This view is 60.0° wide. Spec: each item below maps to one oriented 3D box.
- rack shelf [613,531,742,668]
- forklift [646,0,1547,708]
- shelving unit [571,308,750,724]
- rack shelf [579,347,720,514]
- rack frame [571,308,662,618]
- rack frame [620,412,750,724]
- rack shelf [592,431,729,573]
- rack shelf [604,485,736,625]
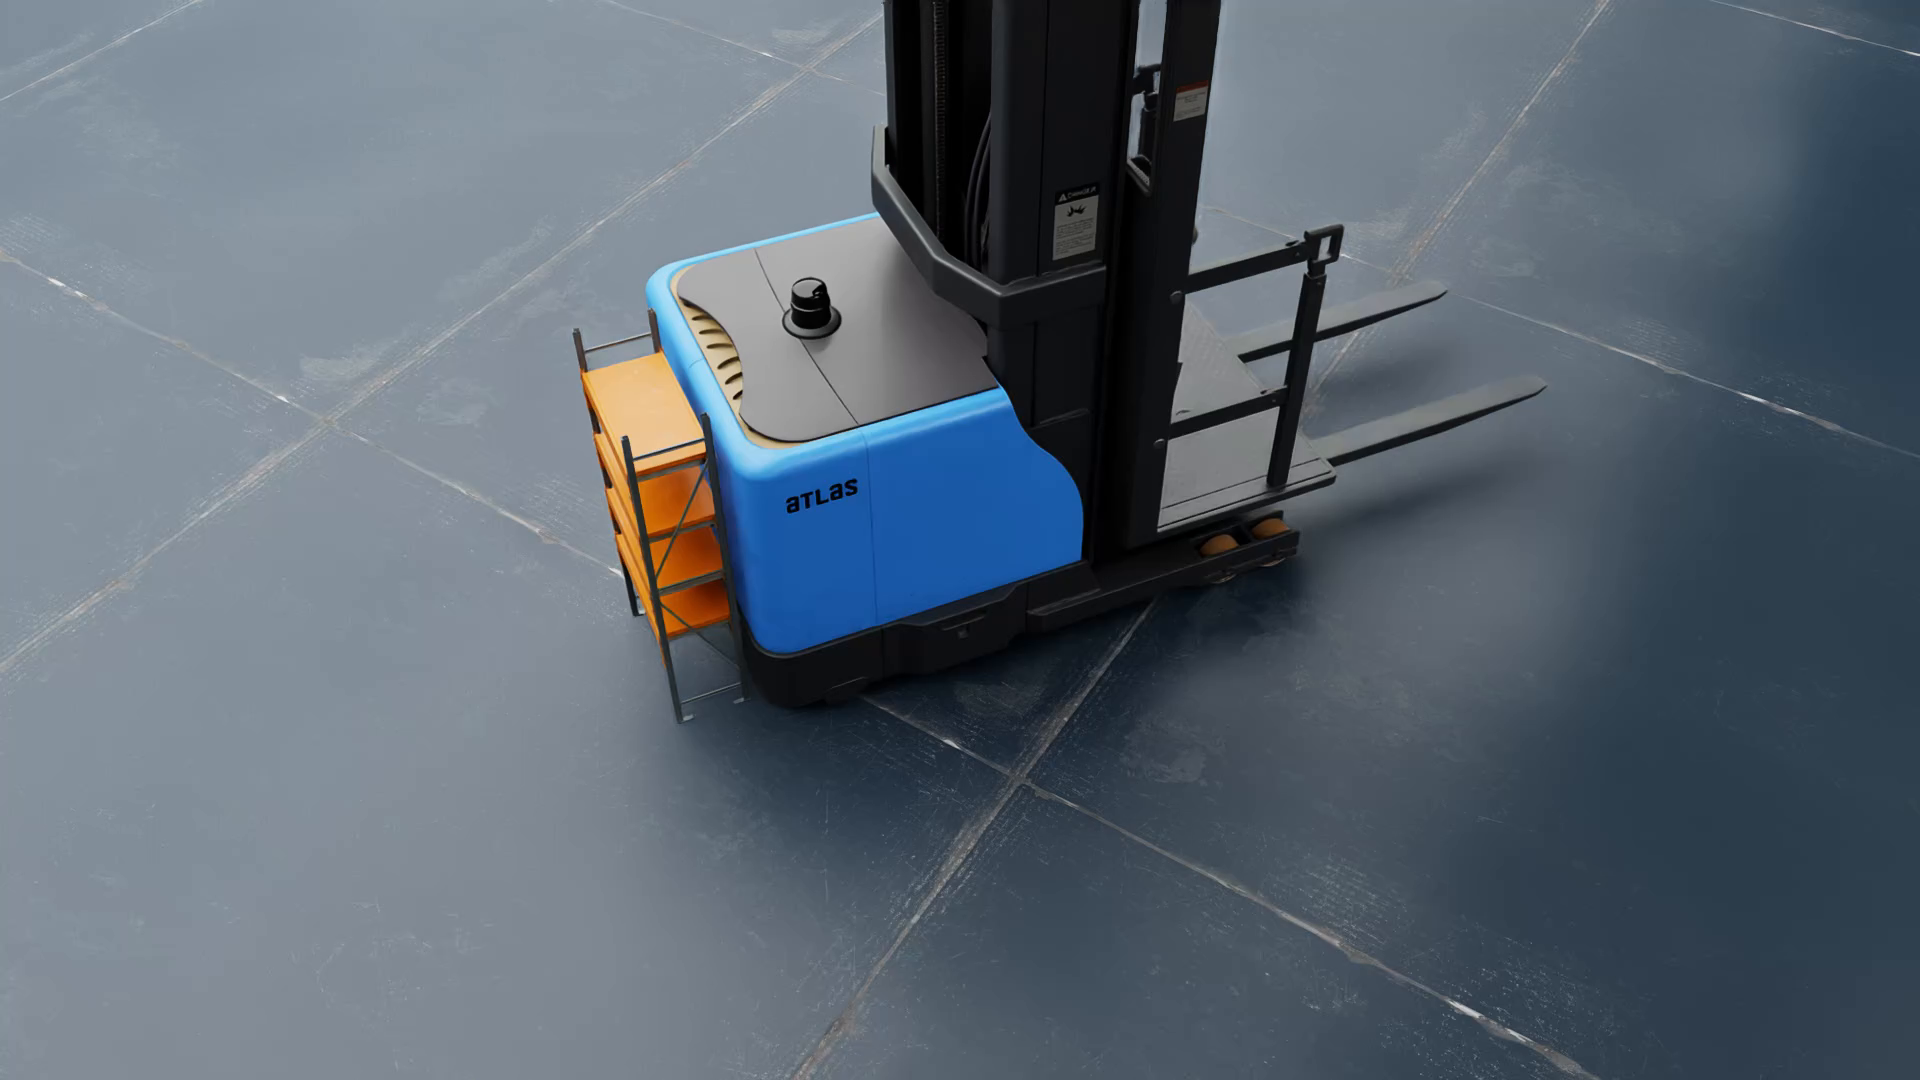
[{"bbox_3d":[-0.875,0.144,5.144,0.258,0.148,0.480,-18,48,-17],"label":"rack shelf"},{"bbox_3d":[0.593,-1.207,4.879,3.031,2.935,1.130,-17,48,-16],"label":"forklift"},{"bbox_3d":[-0.875,-0.042,4.954,0.258,1.200,0.503,-18,48,-17],"label":"shelving unit"},{"bbox_3d":[-0.875,-0.315,4.672,0.258,0.148,0.480,-18,48,-17],"label":"rack shelf"},{"bbox_3d":[-0.974,-0.201,5.109,0.240,1.200,0.015,-18,48,-17],"label":"rack frame"},{"bbox_3d":[-0.775,0.118,4.799,0.240,1.200,0.015,-18,48,-17],"label":"rack frame"},{"bbox_3d":[-0.875,-0.151,4.842,0.258,0.148,0.480,-18,48,-17],"label":"rack shelf"},{"bbox_3d":[-0.875,0.005,5.002,0.258,0.148,0.480,-18,48,-17],"label":"rack shelf"}]
